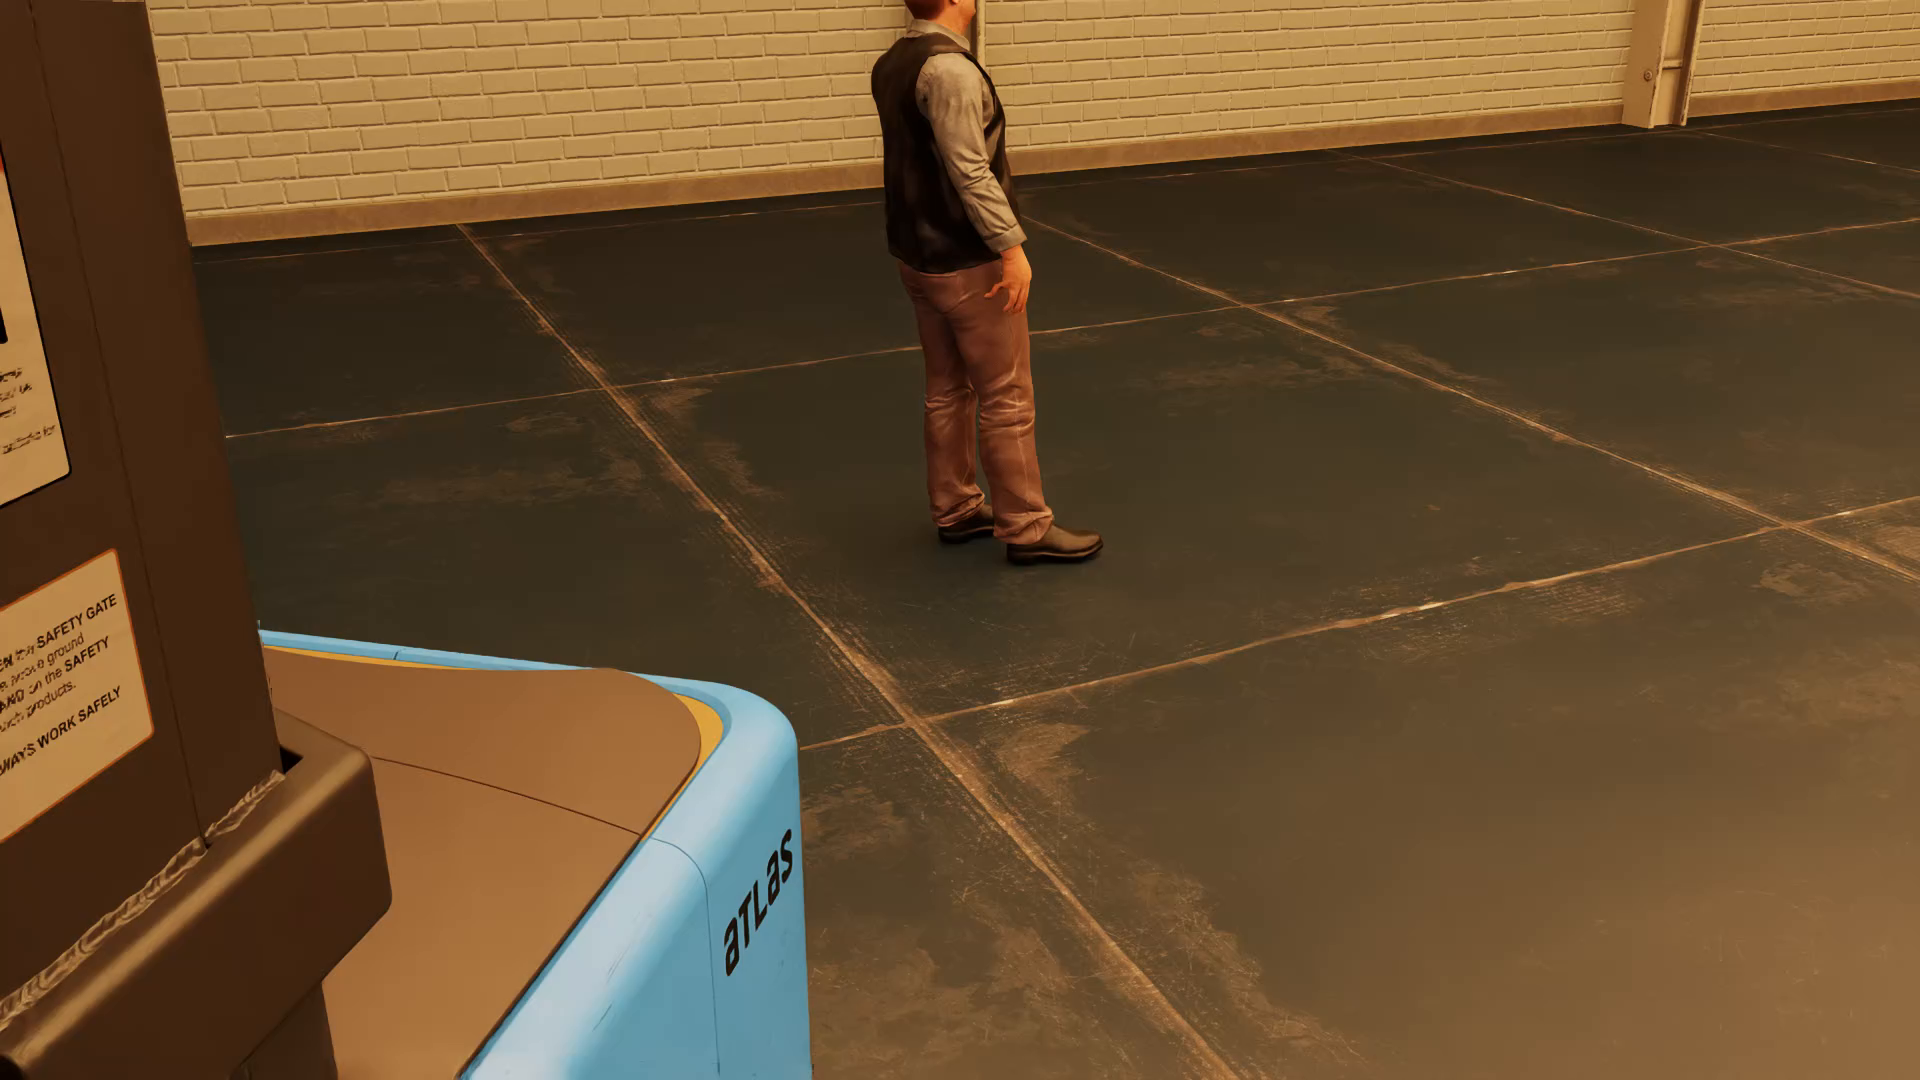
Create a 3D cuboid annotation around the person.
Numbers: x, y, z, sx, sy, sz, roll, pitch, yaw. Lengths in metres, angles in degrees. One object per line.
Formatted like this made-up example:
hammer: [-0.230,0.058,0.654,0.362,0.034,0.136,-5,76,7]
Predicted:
person: [0.060,-0.809,4.792,0.566,1.722,0.633,-10,25,-23]
